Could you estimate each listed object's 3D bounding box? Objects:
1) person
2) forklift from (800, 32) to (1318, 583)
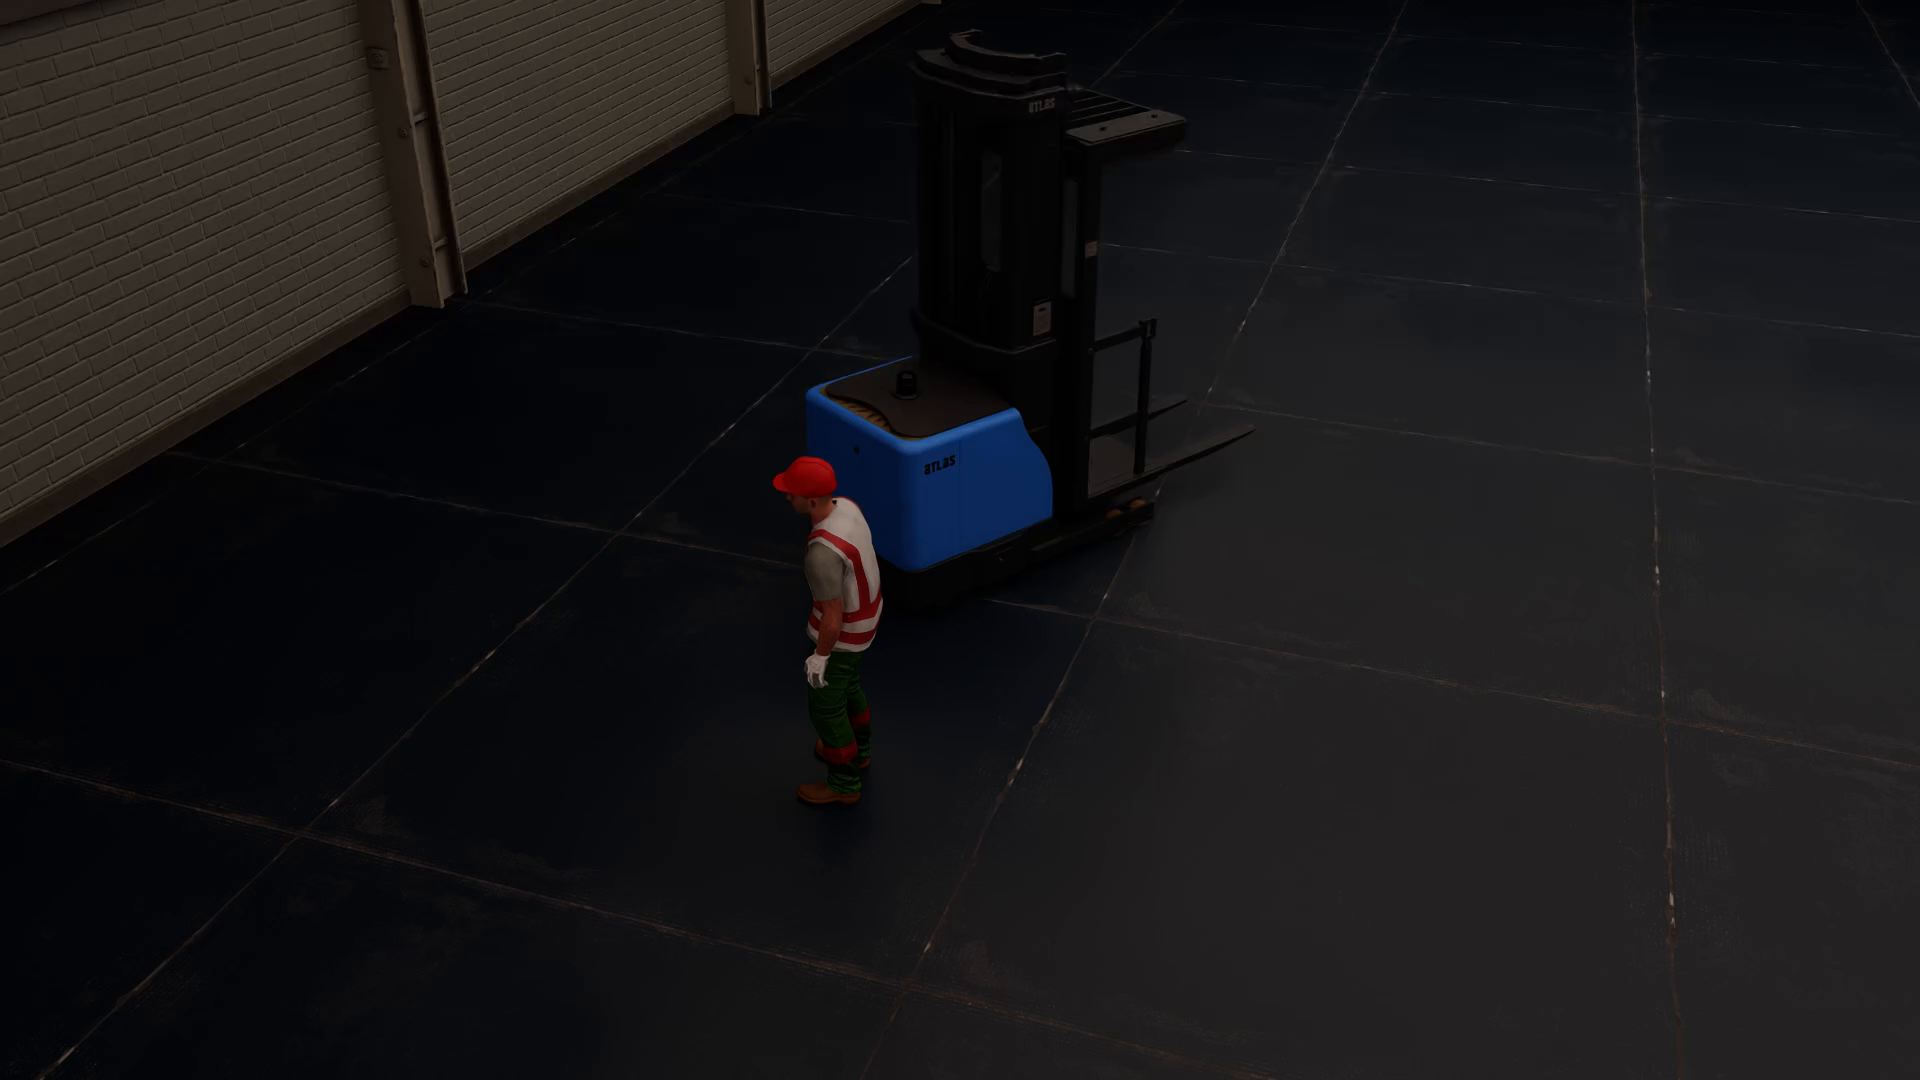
[{"bbox_3d":[-0.585,0.411,7.583,0.453,1.778,0.616,4,30,8],"label":"person"},{"bbox_3d":[0.603,-1.321,9.453,3.031,2.935,1.130,-5,30,-8],"label":"forklift"}]
